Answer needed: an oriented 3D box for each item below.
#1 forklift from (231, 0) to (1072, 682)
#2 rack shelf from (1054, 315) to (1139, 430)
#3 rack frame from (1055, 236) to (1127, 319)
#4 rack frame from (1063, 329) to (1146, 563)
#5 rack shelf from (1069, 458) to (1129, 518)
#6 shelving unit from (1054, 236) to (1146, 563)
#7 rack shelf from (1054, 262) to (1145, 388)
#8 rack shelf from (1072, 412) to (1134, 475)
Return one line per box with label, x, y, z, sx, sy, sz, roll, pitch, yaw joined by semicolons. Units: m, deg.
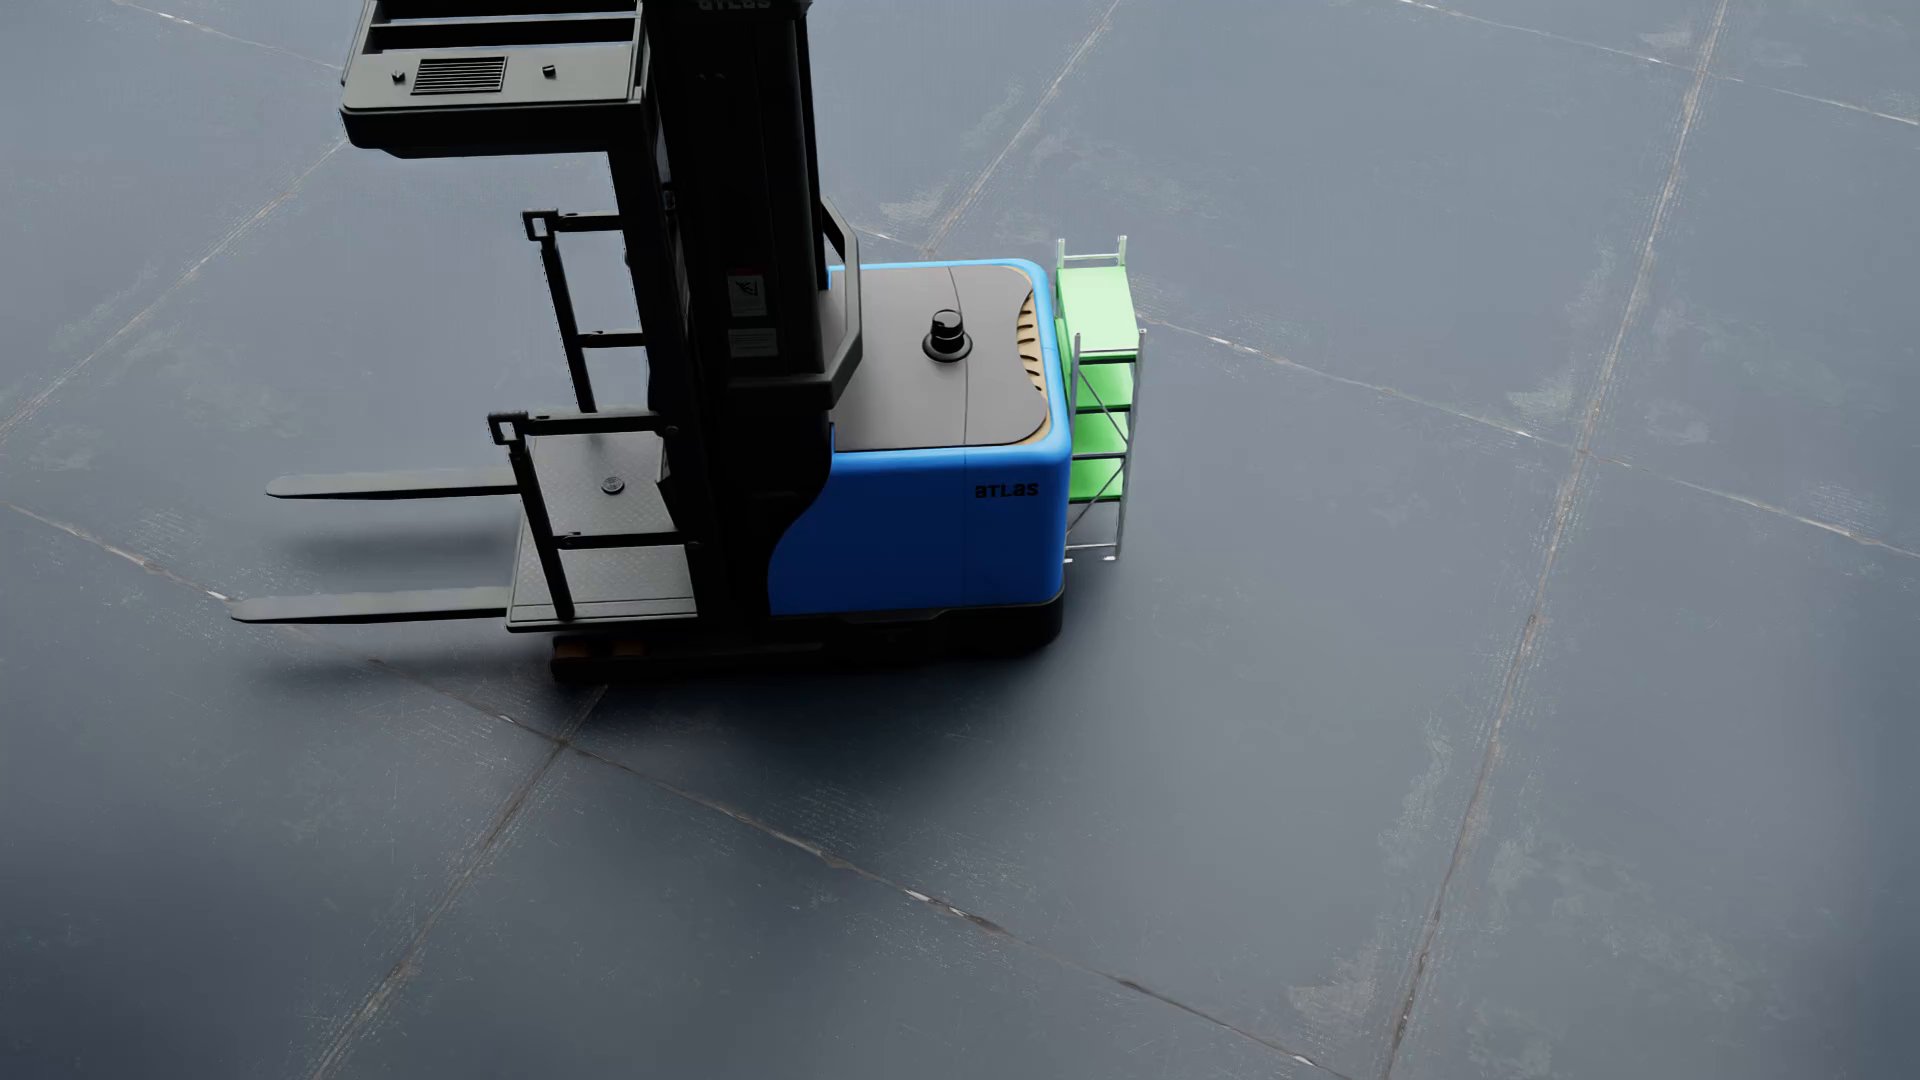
forklift;-1.157;-0.846;5.361;3.031;2.935;1.130;-3;50;-2
rack shelf;0.488;-0.609;6.064;0.258;0.148;0.480;-3;50;-3
rack frame;0.471;-0.680;6.356;0.240;1.200;0.015;-3;50;-3
rack frame;0.505;-0.309;6.041;0.240;1.200;0.015;-3;50;-3
rack shelf;0.488;-0.298;6.430;0.258;0.148;0.480;-3;50;-3
shelving unit;0.488;-0.495;6.198;0.258;1.200;0.503;-3;50;-3
rack shelf;0.488;-0.764;5.881;0.258;0.148;0.480;-3;50;-3
rack shelf;0.488;-0.453;6.247;0.258;0.148;0.480;-3;50;-3
